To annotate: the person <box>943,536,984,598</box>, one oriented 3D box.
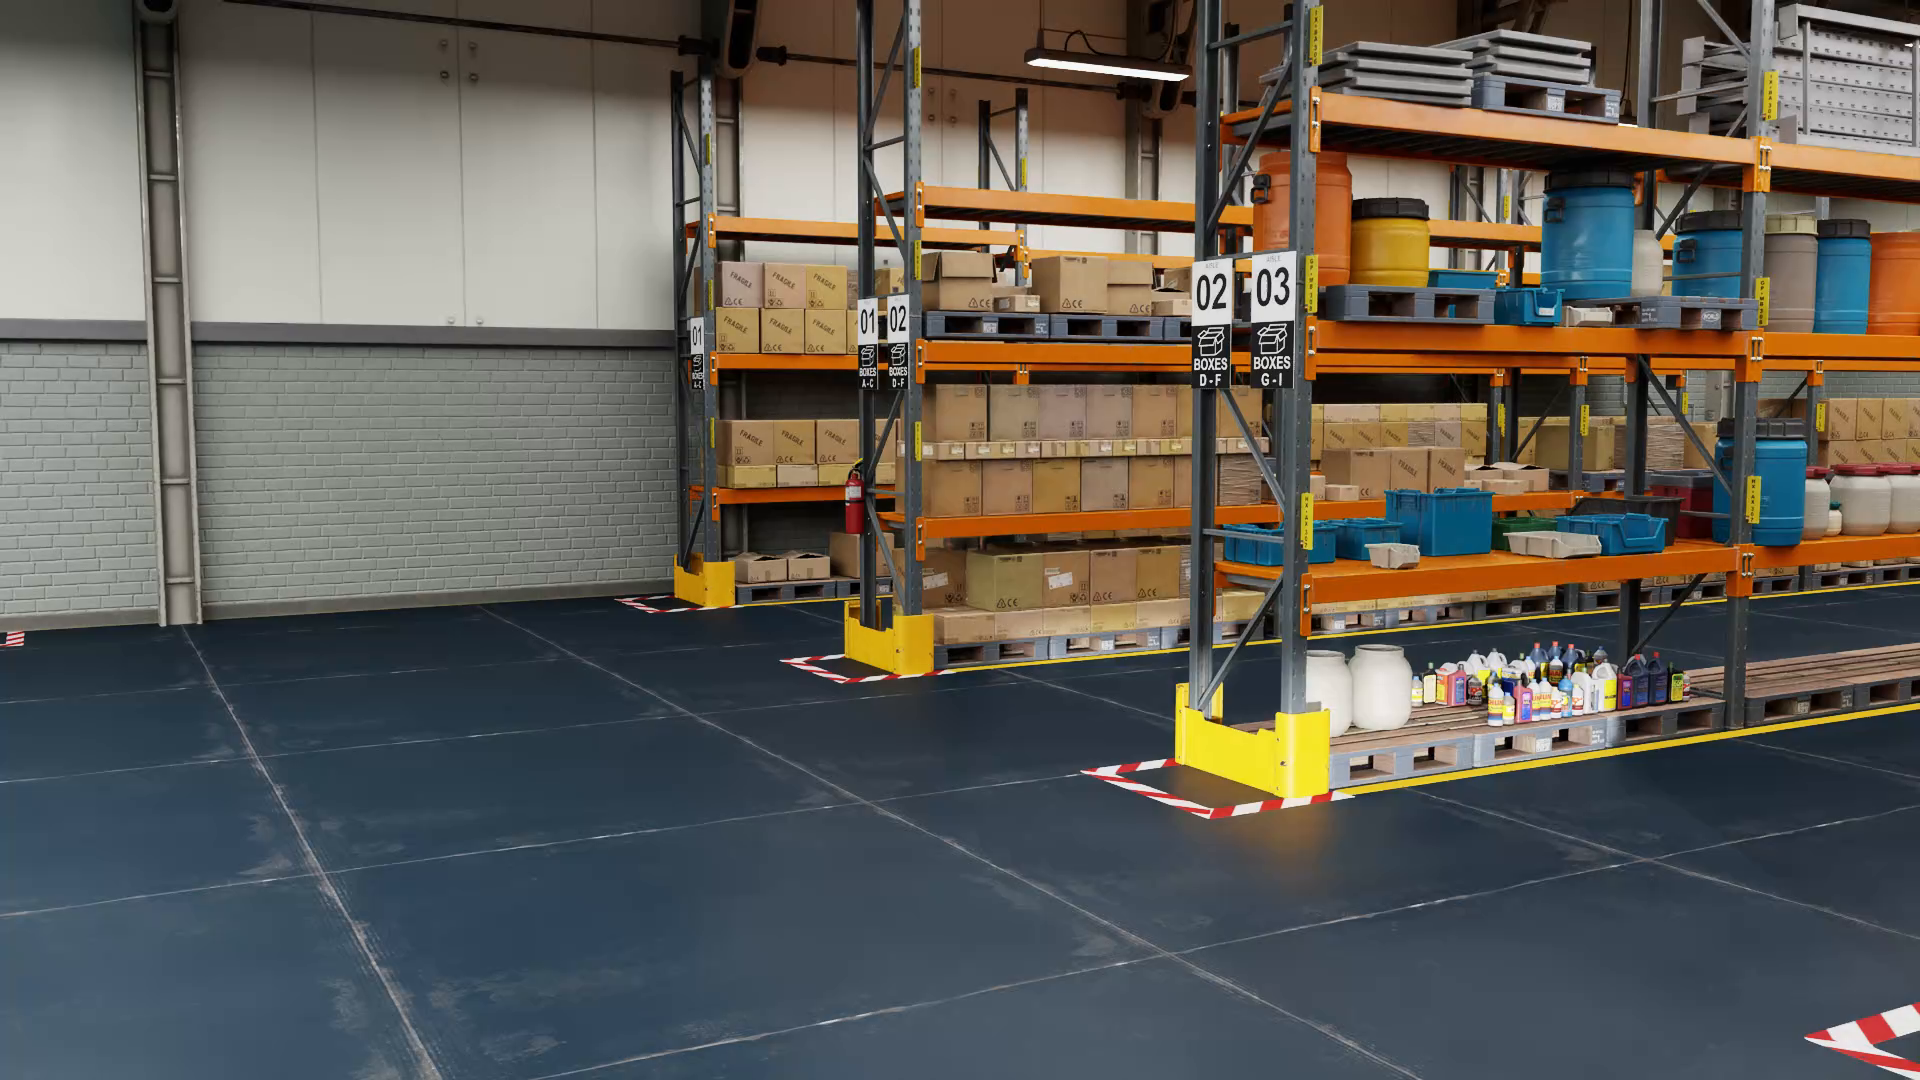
[{"bbox_3d":[0.021,0.024,17.253,0.503,1.656,0.343,-3,6,-31],"label":"person"}]
